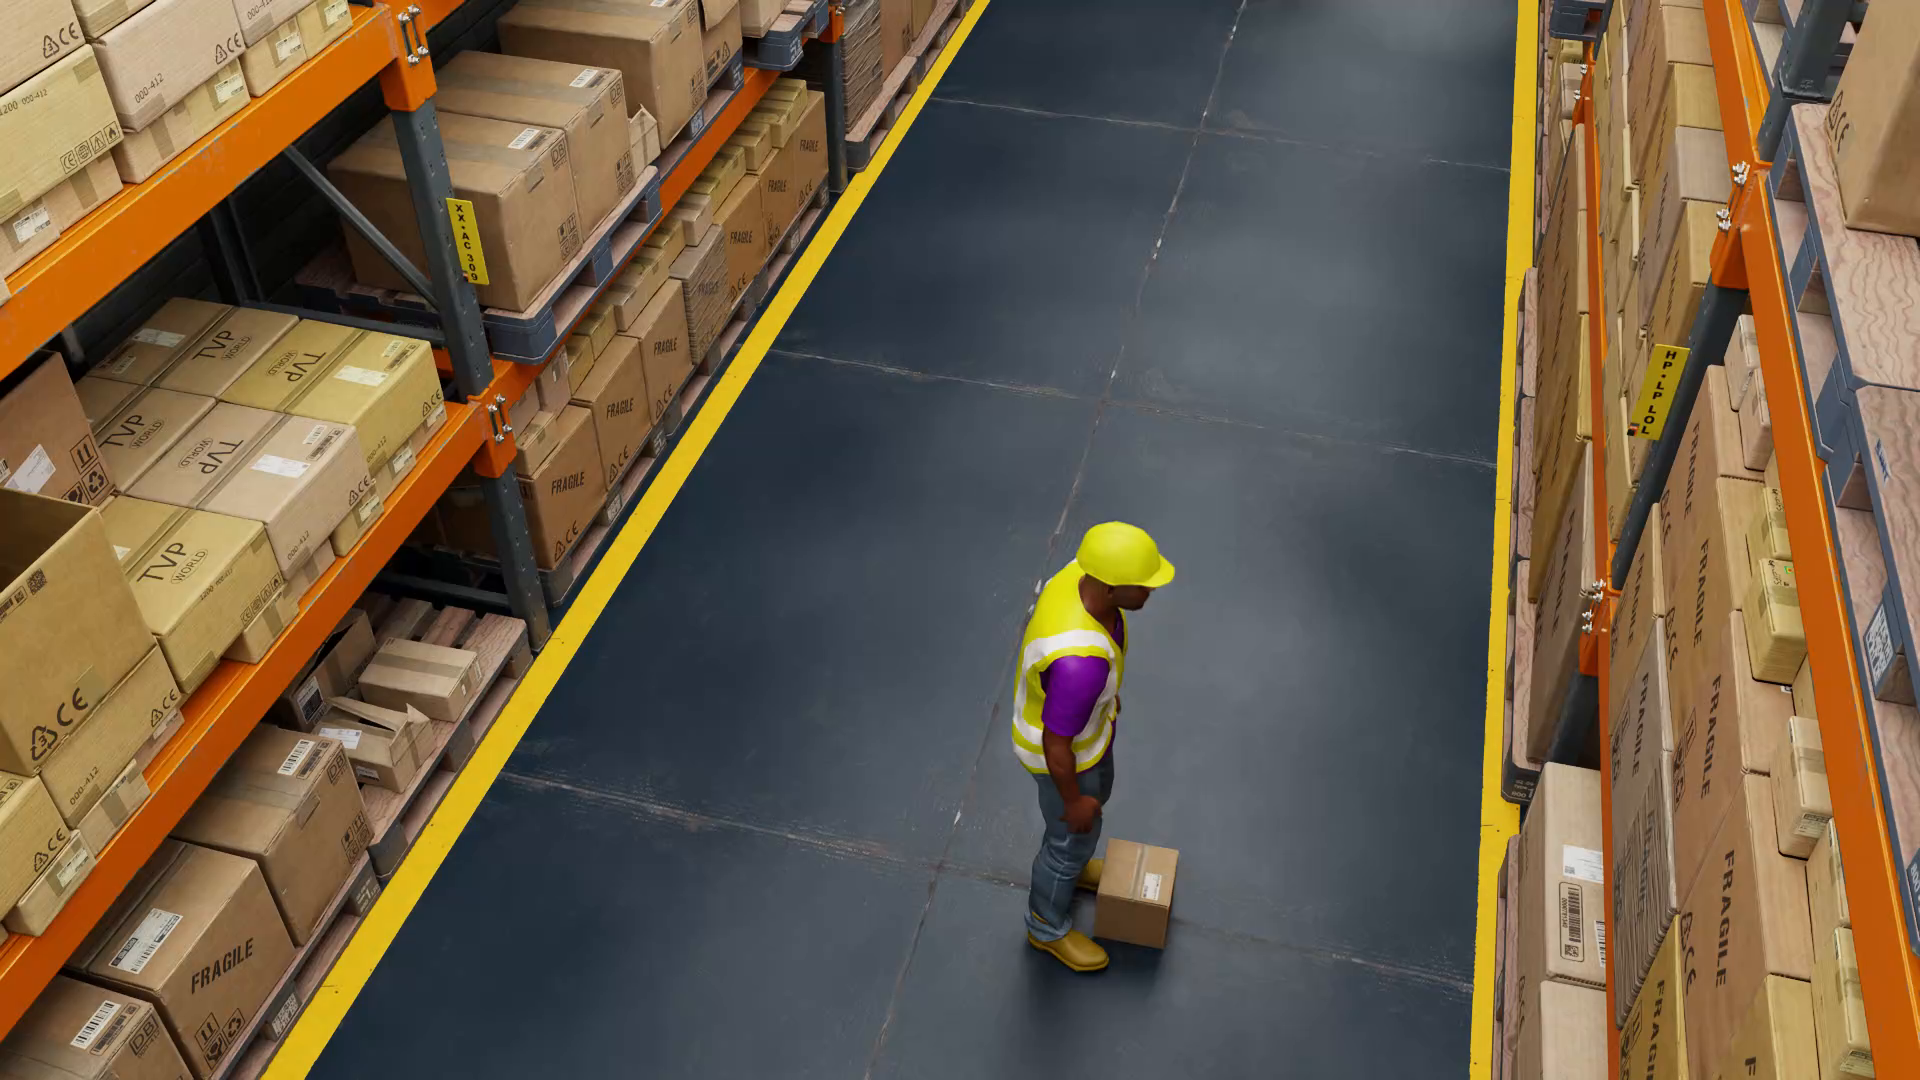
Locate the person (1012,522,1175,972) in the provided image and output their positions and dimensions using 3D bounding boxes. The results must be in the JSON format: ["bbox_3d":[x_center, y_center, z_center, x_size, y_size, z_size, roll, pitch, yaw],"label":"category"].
[{"bbox_3d":[0.404,0.639,5.403,0.459,1.761,0.638,9,42,10],"label":"person"}]
